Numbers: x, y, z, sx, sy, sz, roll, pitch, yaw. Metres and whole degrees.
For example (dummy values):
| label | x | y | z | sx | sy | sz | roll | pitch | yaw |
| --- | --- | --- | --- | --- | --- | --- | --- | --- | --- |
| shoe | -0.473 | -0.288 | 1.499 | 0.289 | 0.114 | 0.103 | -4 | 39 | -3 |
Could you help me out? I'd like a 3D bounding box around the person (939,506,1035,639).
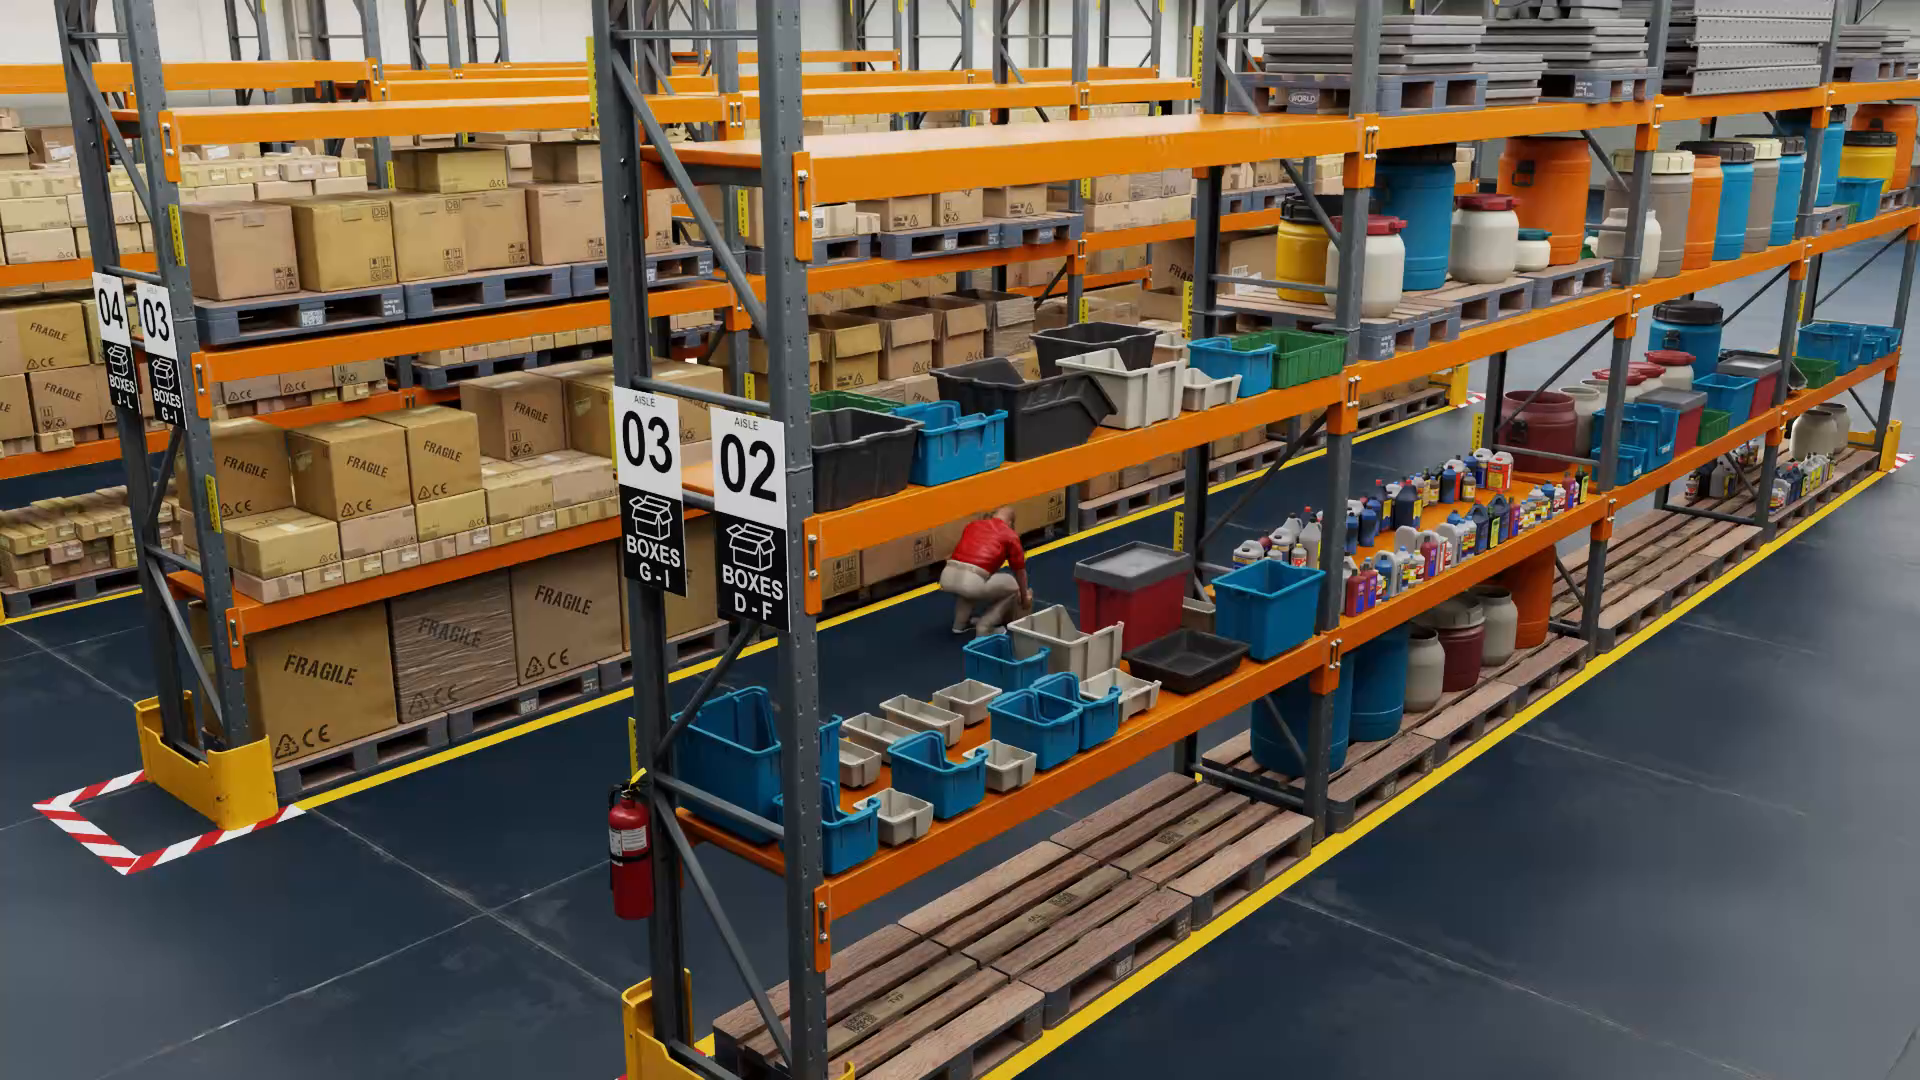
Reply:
| label | x | y | z | sx | sy | sz | roll | pitch | yaw |
| --- | --- | --- | --- | --- | --- | --- | --- | --- | --- |
| person | 0.185 | 0.266 | 13.078 | 0.566 | 0.932 | 0.865 | 13 | 21 | 38 |
